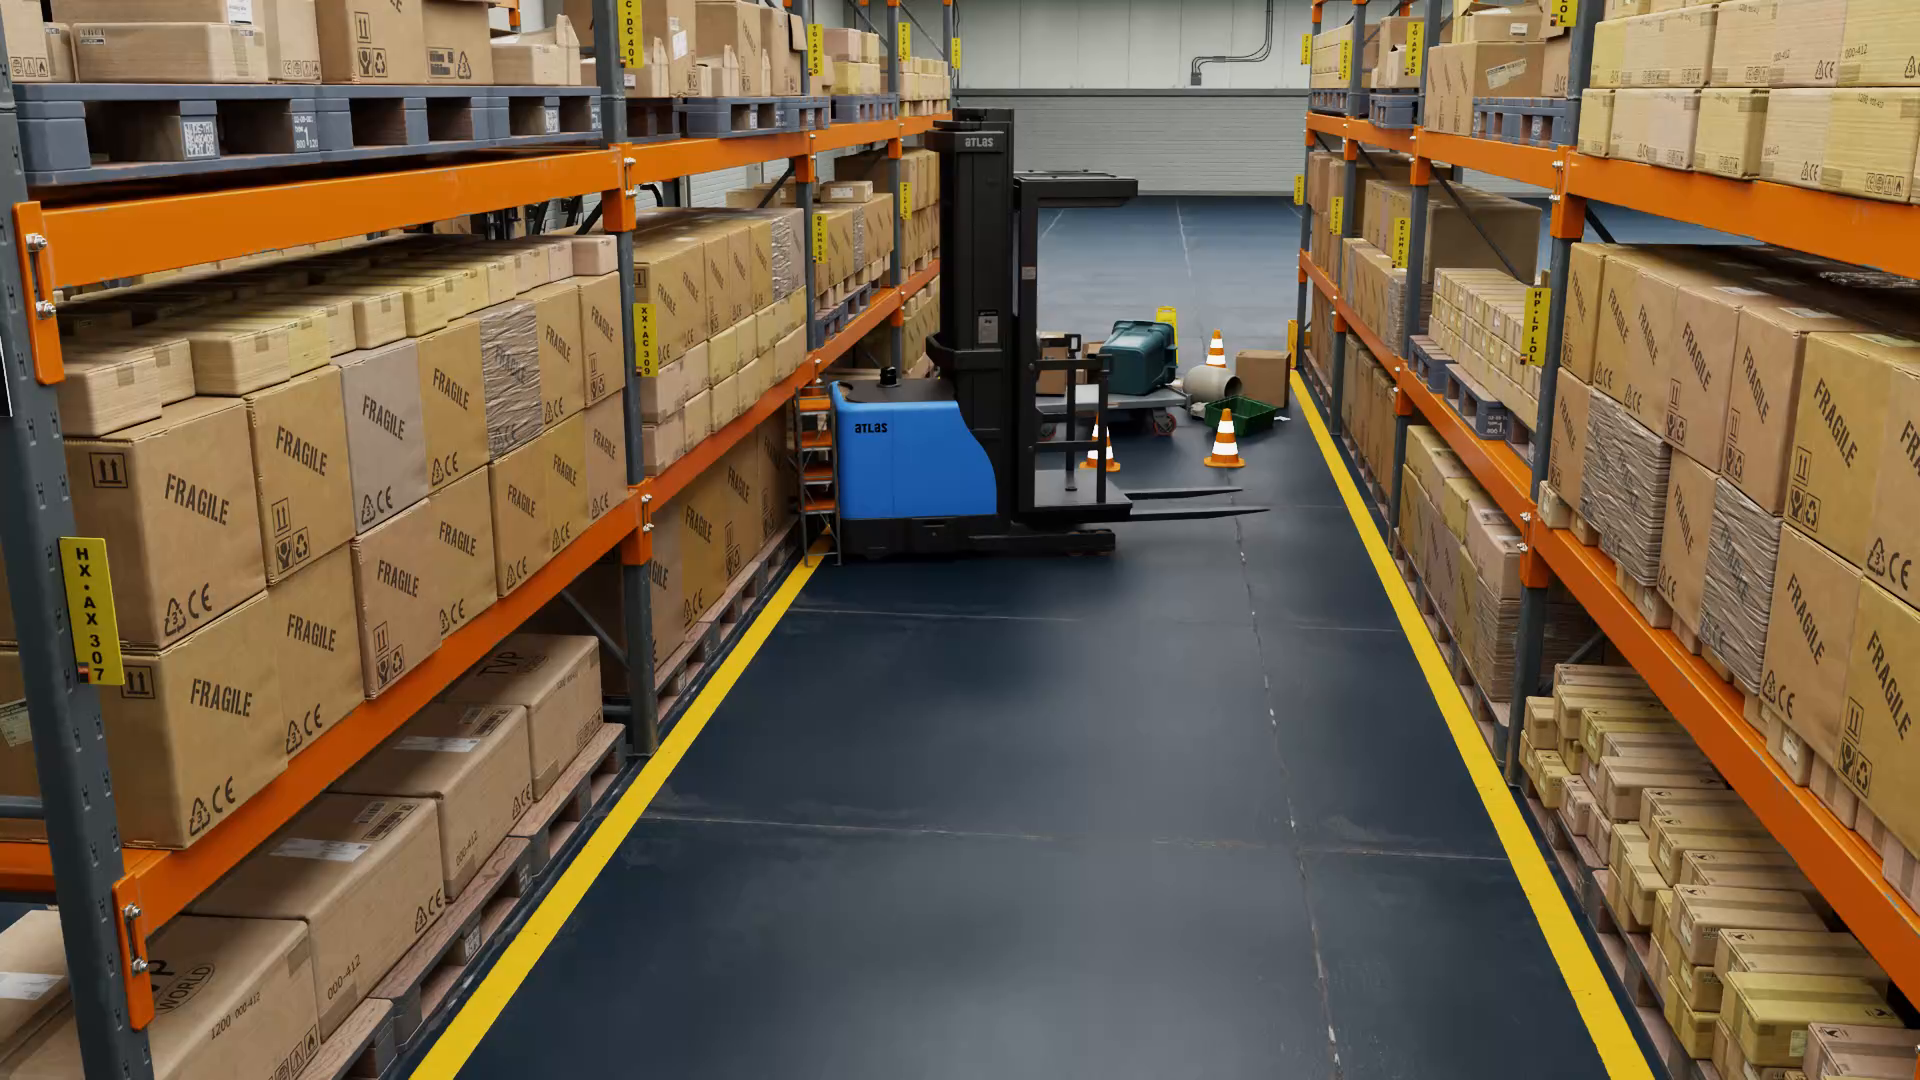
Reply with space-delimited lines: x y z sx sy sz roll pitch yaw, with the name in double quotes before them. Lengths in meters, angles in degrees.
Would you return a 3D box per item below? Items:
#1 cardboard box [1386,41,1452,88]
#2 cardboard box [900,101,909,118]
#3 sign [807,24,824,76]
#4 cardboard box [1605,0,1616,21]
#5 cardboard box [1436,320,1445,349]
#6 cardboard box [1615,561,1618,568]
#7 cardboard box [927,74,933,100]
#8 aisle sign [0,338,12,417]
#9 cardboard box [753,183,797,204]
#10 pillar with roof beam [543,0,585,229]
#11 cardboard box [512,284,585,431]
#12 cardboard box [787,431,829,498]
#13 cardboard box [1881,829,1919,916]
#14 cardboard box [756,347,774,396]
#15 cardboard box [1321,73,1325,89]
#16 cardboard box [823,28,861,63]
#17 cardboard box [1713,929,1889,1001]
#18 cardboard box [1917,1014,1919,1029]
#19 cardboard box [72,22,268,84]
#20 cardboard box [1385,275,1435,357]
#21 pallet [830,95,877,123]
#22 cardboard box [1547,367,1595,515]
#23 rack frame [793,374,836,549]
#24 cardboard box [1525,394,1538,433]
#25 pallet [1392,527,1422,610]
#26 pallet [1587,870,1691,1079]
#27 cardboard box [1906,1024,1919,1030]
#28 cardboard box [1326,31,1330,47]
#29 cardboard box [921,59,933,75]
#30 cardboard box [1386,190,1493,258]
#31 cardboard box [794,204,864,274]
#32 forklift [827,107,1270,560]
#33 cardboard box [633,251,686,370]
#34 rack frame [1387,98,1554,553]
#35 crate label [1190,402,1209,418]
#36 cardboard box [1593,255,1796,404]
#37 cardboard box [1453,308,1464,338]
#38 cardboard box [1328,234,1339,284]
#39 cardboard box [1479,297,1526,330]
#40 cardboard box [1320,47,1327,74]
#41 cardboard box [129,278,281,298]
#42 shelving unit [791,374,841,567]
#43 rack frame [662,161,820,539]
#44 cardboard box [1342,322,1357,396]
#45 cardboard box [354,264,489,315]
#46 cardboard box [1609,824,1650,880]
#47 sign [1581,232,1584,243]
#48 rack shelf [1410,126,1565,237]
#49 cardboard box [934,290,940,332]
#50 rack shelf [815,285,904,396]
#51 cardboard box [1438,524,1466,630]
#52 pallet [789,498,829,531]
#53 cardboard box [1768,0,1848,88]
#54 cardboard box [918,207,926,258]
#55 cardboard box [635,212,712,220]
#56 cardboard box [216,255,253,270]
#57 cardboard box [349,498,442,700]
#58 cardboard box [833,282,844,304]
"cardboard box" 3.255 -3.300 11.547 0.500 0.311 0.500 2 15 6
"cardboard box" -0.677 -3.987 15.397 0.380 0.149 0.250 2 15 6
"sign" -0.944 -3.201 10.864 0.100 0.325 0.005 2 15 6
"cardboard box" 2.710 -2.067 6.381 0.380 0.149 0.250 1 15 5
"cardboard box" 3.154 -1.266 10.273 0.380 0.149 0.250 2 15 9
"cardboard box" 2.657 0.069 6.142 0.380 0.149 0.250 1 15 4
"cardboard box" -0.548 -4.541 16.679 0.500 0.250 0.500 2 15 7
"aisle sign" -2.117 -0.636 3.288 0.394 0.787 0.004 2 15 6
"cardboard box" -1.468 -2.832 13.581 0.380 0.149 0.250 3 15 9
"pillar with roof beam" -1.544 -7.875 23.545 9.100 9.000 0.400 2 15 6
"cardboard box" -1.790 -0.715 6.453 0.500 0.500 0.500 1 15 5
"cardboard box" -1.421 -0.564 12.231 0.950 0.372 0.625 1 15 2
"cardboard box" 2.288 0.739 3.662 0.380 0.149 0.250 2 15 6
"cardboard box" -1.409 -1.009 9.935 0.500 0.250 0.500 2 15 6
"cardboard box" 3.838 -4.610 16.702 0.380 0.149 0.250 2 15 6
"cardboard box" -1.075 -3.921 13.195 0.500 0.250 0.500 2 15 7
"cardboard box" 2.421 1.253 4.799 0.380 0.149 0.250 1 15 4
"cardboard box" 3.010 1.414 4.774 0.380 0.149 0.250 2 15 8
"cardboard box" -2.046 -1.262 4.320 0.380 0.149 0.250 2 15 8
"cardboard box" 3.219 -1.537 11.407 0.500 0.500 0.500 2 15 6
"pallet" -1.333 -3.452 13.295 1.213 0.211 1.003 2 15 6
"cardboard box" 2.677 -0.397 6.623 0.500 0.500 0.500 1 15 5
"rack frame" -0.995 -0.527 11.299 0.240 1.200 0.015 -4 14 -8
"cardboard box" 2.860 -0.584 7.752 0.380 0.149 0.250 2 15 7
"pallet" 3.345 0.185 10.574 1.003 0.211 1.213 2 15 6
"pallet" 2.808 1.512 5.665 1.003 0.211 1.213 2 15 6
"cardboard box" 2.951 1.491 5.058 0.380 0.149 0.250 2 15 6
"cardboard box" 3.811 -4.928 16.352 0.380 0.149 0.250 2 15 7
"cardboard box" -0.476 -4.775 16.781 0.380 0.149 0.250 2 15 8
"cardboard box" 3.665 -2.408 12.713 0.700 0.500 0.500 2 15 6
"cardboard box" -1.045 -2.391 13.191 0.500 0.500 0.500 1 15 4
"forklift" 0.616 -1.439 11.368 3.031 2.935 1.130 -2 15 -8
"cardboard box" -1.611 -1.083 7.812 0.500 0.500 0.500 2 15 7
"rack frame" 3.435 -1.364 10.959 1.000 3.000 0.127 2 15 6
"crate label" 2.370 -1.240 15.985 0.298 0.136 0.250 -10 18 -32
"cardboard box" 2.647 -0.756 6.035 0.500 0.500 0.500 1 15 5
"cardboard box" 3.098 -1.264 9.698 0.380 0.149 0.250 2 15 7
"cardboard box" 3.956 -2.713 15.662 0.875 0.550 0.550 2 15 6
"cardboard box" 3.012 -1.213 8.938 0.380 0.149 0.250 1 15 5
"cardboard box" 3.916 -4.829 16.748 0.500 0.250 0.500 2 15 6
"cardboard box" -2.418 -0.752 5.346 0.380 0.149 0.250 2 15 8
"shelving unit" -0.958 -0.468 11.065 0.258 1.200 0.503 -4 14 -8
"rack frame" -1.495 -1.483 11.402 1.000 3.000 0.127 2 15 6
"cardboard box" 4.027 -1.739 15.614 0.875 0.875 0.875 2 15 7
"cardboard box" -1.872 -0.871 5.787 0.380 0.149 0.250 1 15 5
"cardboard box" 2.515 1.125 5.843 0.380 0.149 0.250 2 15 6
"sign" 3.975 -1.871 10.768 0.100 0.325 0.005 2 15 6
"rack shelf" 3.209 -1.946 8.743 1.077 0.370 4.000 2 15 6
"cardboard box" -0.479 -2.445 17.983 0.500 0.500 0.500 2 15 8
"rack shelf" -1.269 -1.655 13.414 1.077 0.370 4.000 2 15 6
"cardboard box" 2.937 0.212 9.115 0.500 0.500 0.500 1 15 5
"pallet" -1.405 -0.340 12.515 1.003 0.211 1.213 2 15 6
"cardboard box" 2.448 -1.298 4.300 0.500 0.250 0.500 2 15 7
"cardboard box" -0.614 -3.079 16.542 0.500 0.500 0.500 2 15 6
"cardboard box" -1.840 -1.765 10.335 0.500 0.500 0.500 2 15 6
"cardboard box" -6.000 -2.171 13.272 0.500 0.250 0.500 1 15 5
"cardboard box" -1.953 0.164 5.118 0.500 0.500 0.500 2 15 6
"cardboard box" -1.080 -1.856 12.458 0.380 0.149 0.250 2 15 7
